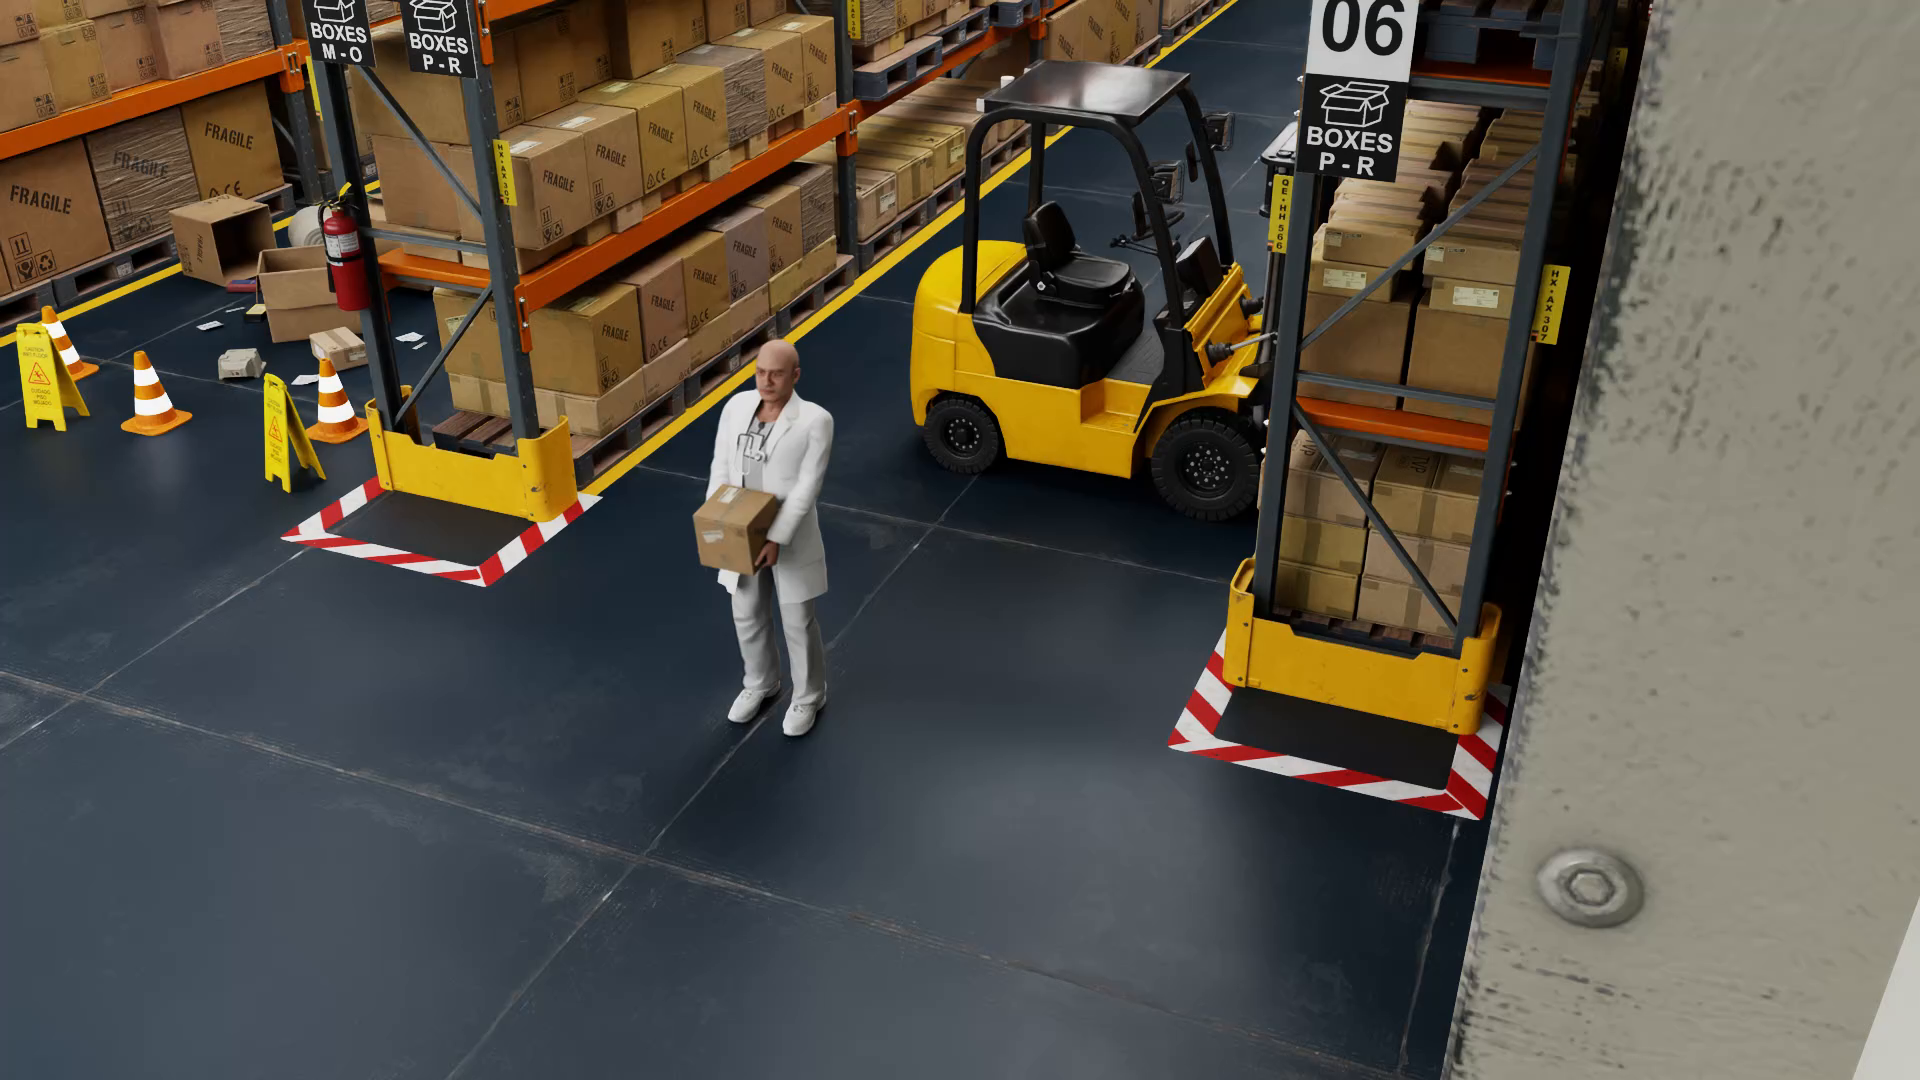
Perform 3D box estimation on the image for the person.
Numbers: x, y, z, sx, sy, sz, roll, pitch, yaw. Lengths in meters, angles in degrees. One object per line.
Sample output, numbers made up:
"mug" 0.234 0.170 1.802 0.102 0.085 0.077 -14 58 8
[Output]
"person" -0.835 0.038 7.081 0.529 1.769 0.563 12 31 20
